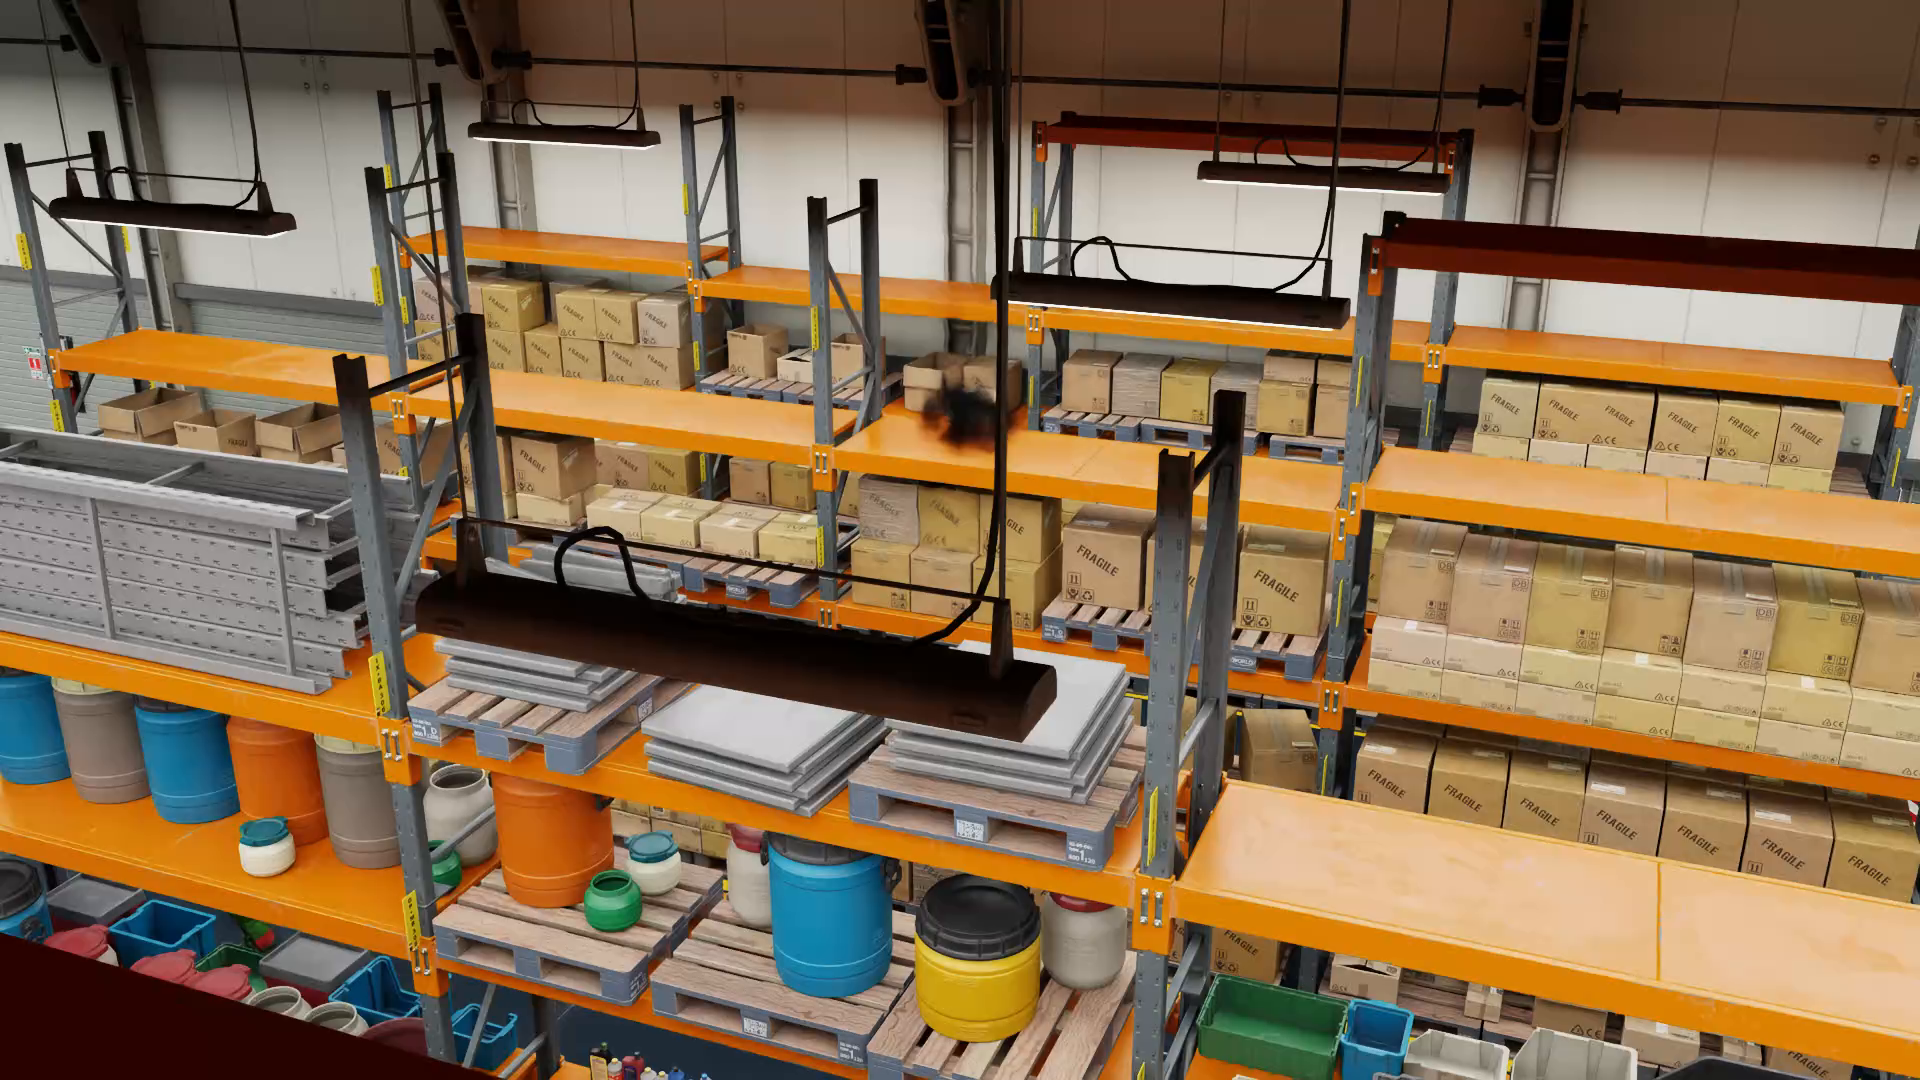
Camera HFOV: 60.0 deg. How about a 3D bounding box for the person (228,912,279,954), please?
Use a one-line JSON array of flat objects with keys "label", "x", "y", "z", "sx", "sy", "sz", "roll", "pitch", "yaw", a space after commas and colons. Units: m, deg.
[{"label": "person", "x": -5.664, "y": 2.619, "z": 13.029, "sx": 0.754, "sy": 1.830, "sz": 0.632, "roll": 7, "pitch": 22, "yaw": 18}]
